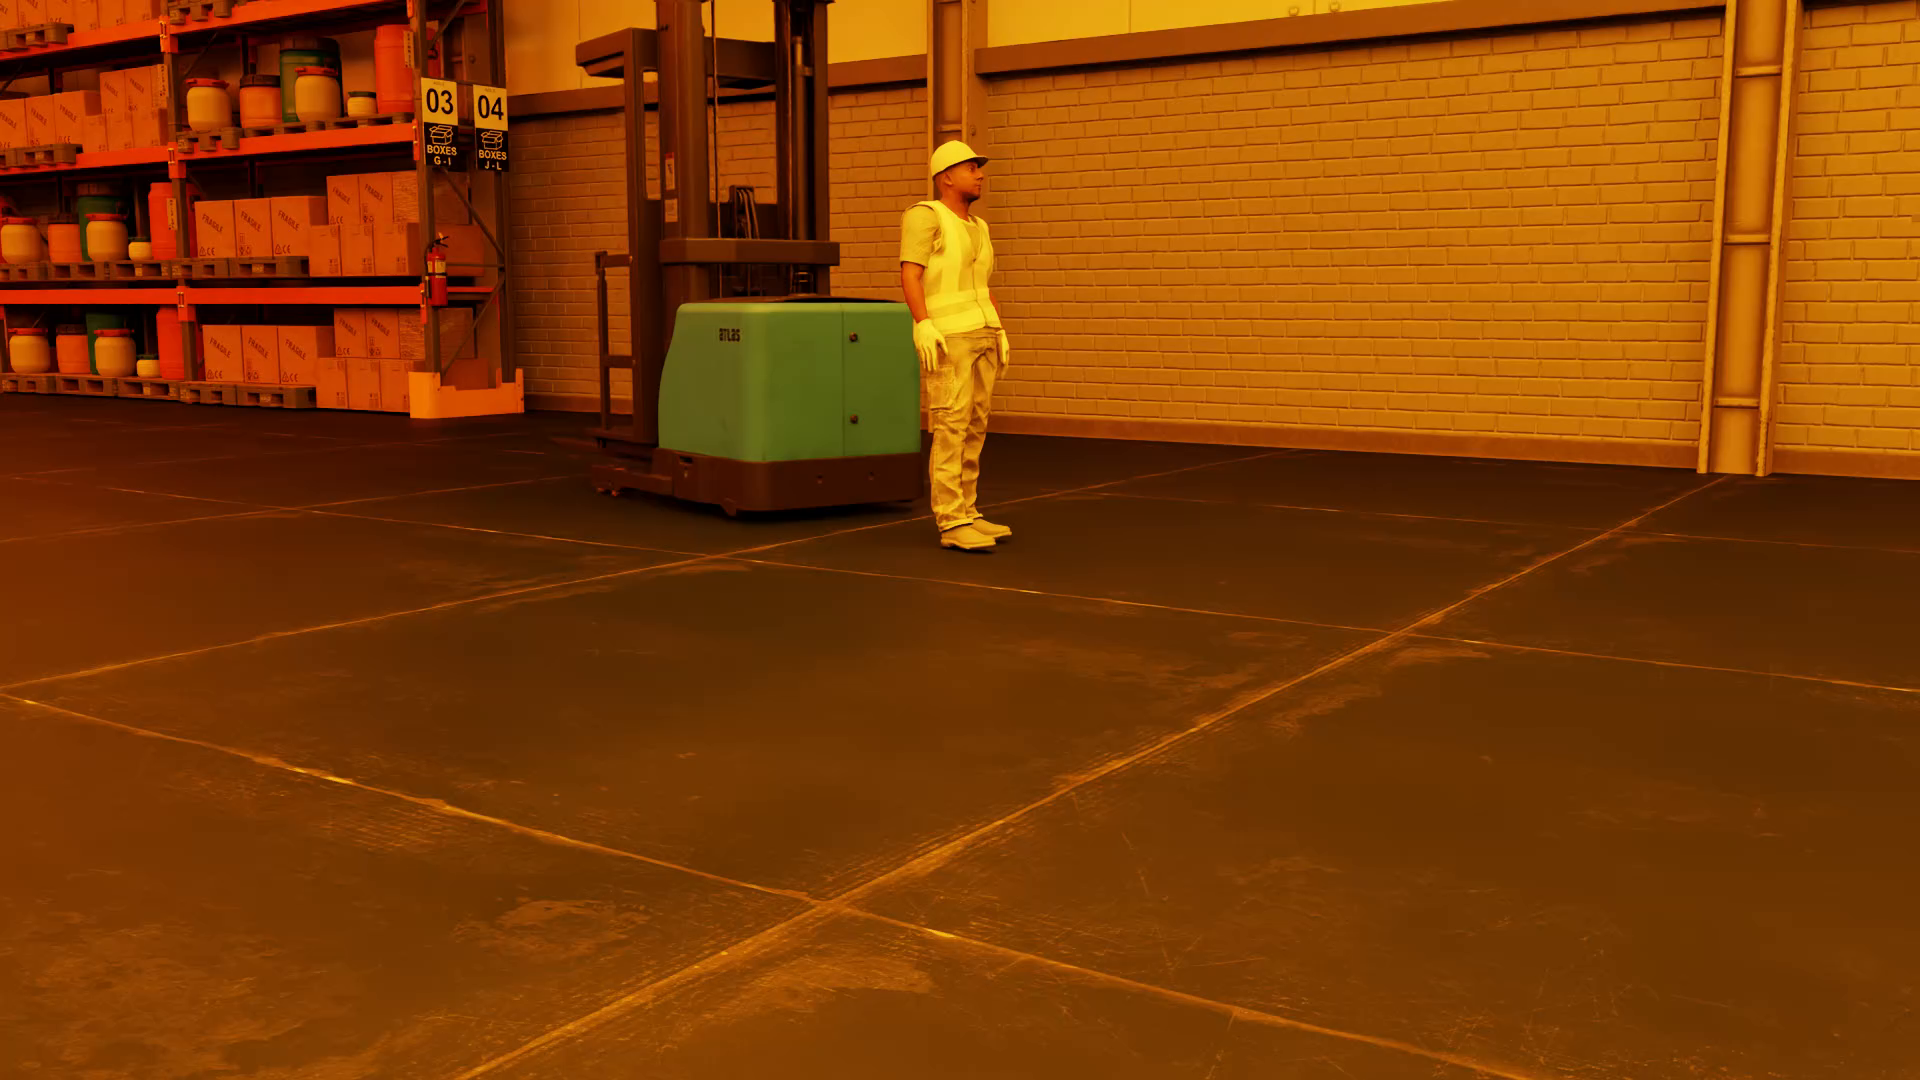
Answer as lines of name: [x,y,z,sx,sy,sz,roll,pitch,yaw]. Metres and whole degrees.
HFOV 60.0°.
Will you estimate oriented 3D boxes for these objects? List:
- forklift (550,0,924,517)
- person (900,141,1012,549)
forklift: [-1.450,-1.729,9.351,1.130,2.935,3.031,-6,10,-35]
person: [0.055,-0.883,7.431,0.577,1.781,0.656,5,10,34]
